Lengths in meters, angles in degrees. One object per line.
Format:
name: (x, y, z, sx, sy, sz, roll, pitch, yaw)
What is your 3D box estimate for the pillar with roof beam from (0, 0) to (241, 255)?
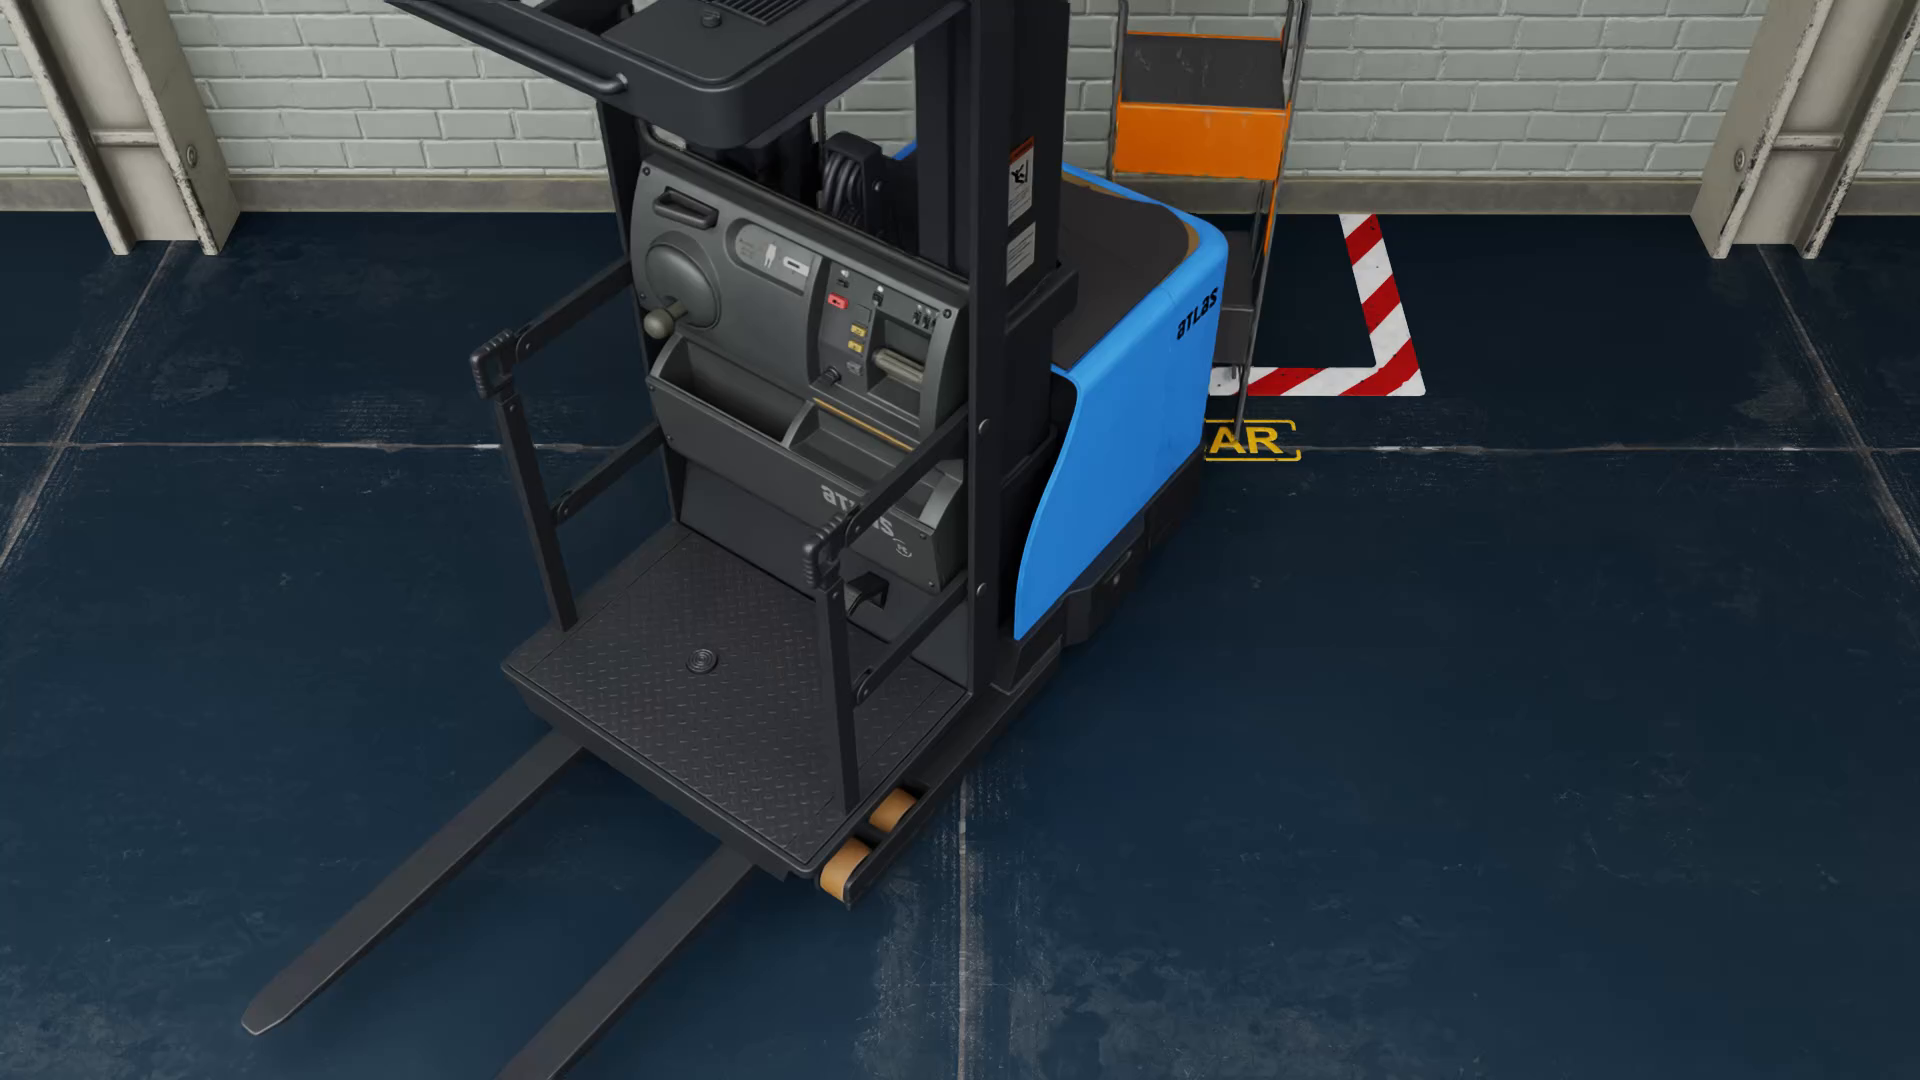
pillar with roof beam: (-2.999, -1.100, 0.126, 0.400, 9.000, 9.100, 0, 47, 0)

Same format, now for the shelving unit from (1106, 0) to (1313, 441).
shelving unit: (0.698, -1.208, 4.940, 0.503, 2.100, 0.431, 4, 47, 4)

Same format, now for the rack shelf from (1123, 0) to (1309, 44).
rack shelf: (0.698, -1.676, 4.438, 0.480, 0.518, 0.431, 4, 47, 4)

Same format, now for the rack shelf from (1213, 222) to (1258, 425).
rack shelf: (0.698, -0.722, 5.462, 0.480, 0.518, 0.431, 4, 47, 4)

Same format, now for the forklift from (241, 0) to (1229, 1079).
forklift: (-0.520, -0.463, 3.679, 1.130, 2.935, 3.031, 28, 53, 24)

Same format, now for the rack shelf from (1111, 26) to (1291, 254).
rack shelf: (0.698, -1.199, 4.950, 0.480, 0.518, 0.431, 4, 47, 4)

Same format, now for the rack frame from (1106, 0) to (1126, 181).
rack frame: (0.455, -1.224, 4.955, 0.015, 2.100, 0.400, 4, 47, 4)

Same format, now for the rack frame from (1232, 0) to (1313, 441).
rack frame: (0.941, -1.192, 4.925, 0.015, 2.100, 0.400, 4, 47, 4)

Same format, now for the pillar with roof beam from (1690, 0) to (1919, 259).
pillar with roof beam: (3.001, -1.084, 0.111, 0.400, 9.000, 9.100, 0, 47, 0)
